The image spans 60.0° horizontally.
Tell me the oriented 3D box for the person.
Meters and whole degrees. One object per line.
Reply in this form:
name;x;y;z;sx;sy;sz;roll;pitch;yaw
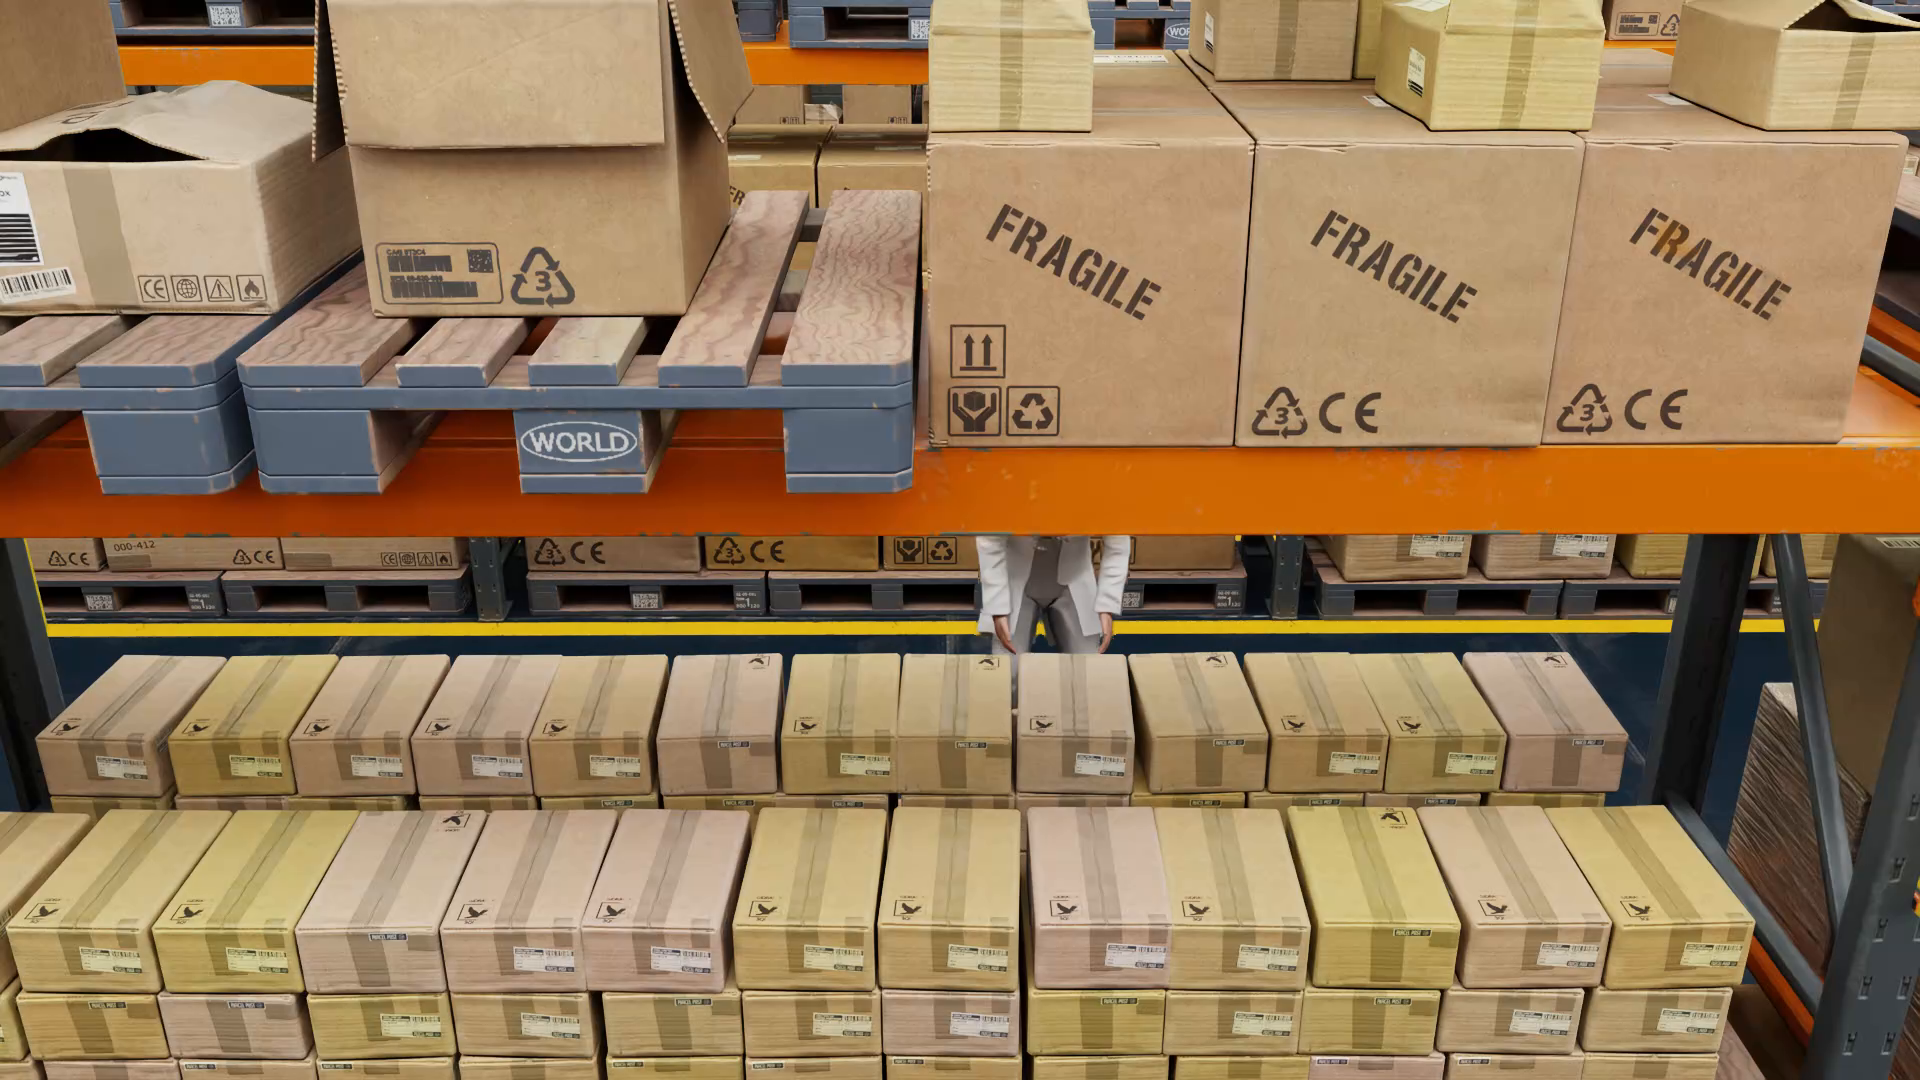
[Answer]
person;0.377;0.239;6.836;0.622;1.577;0.588;0;24;0
